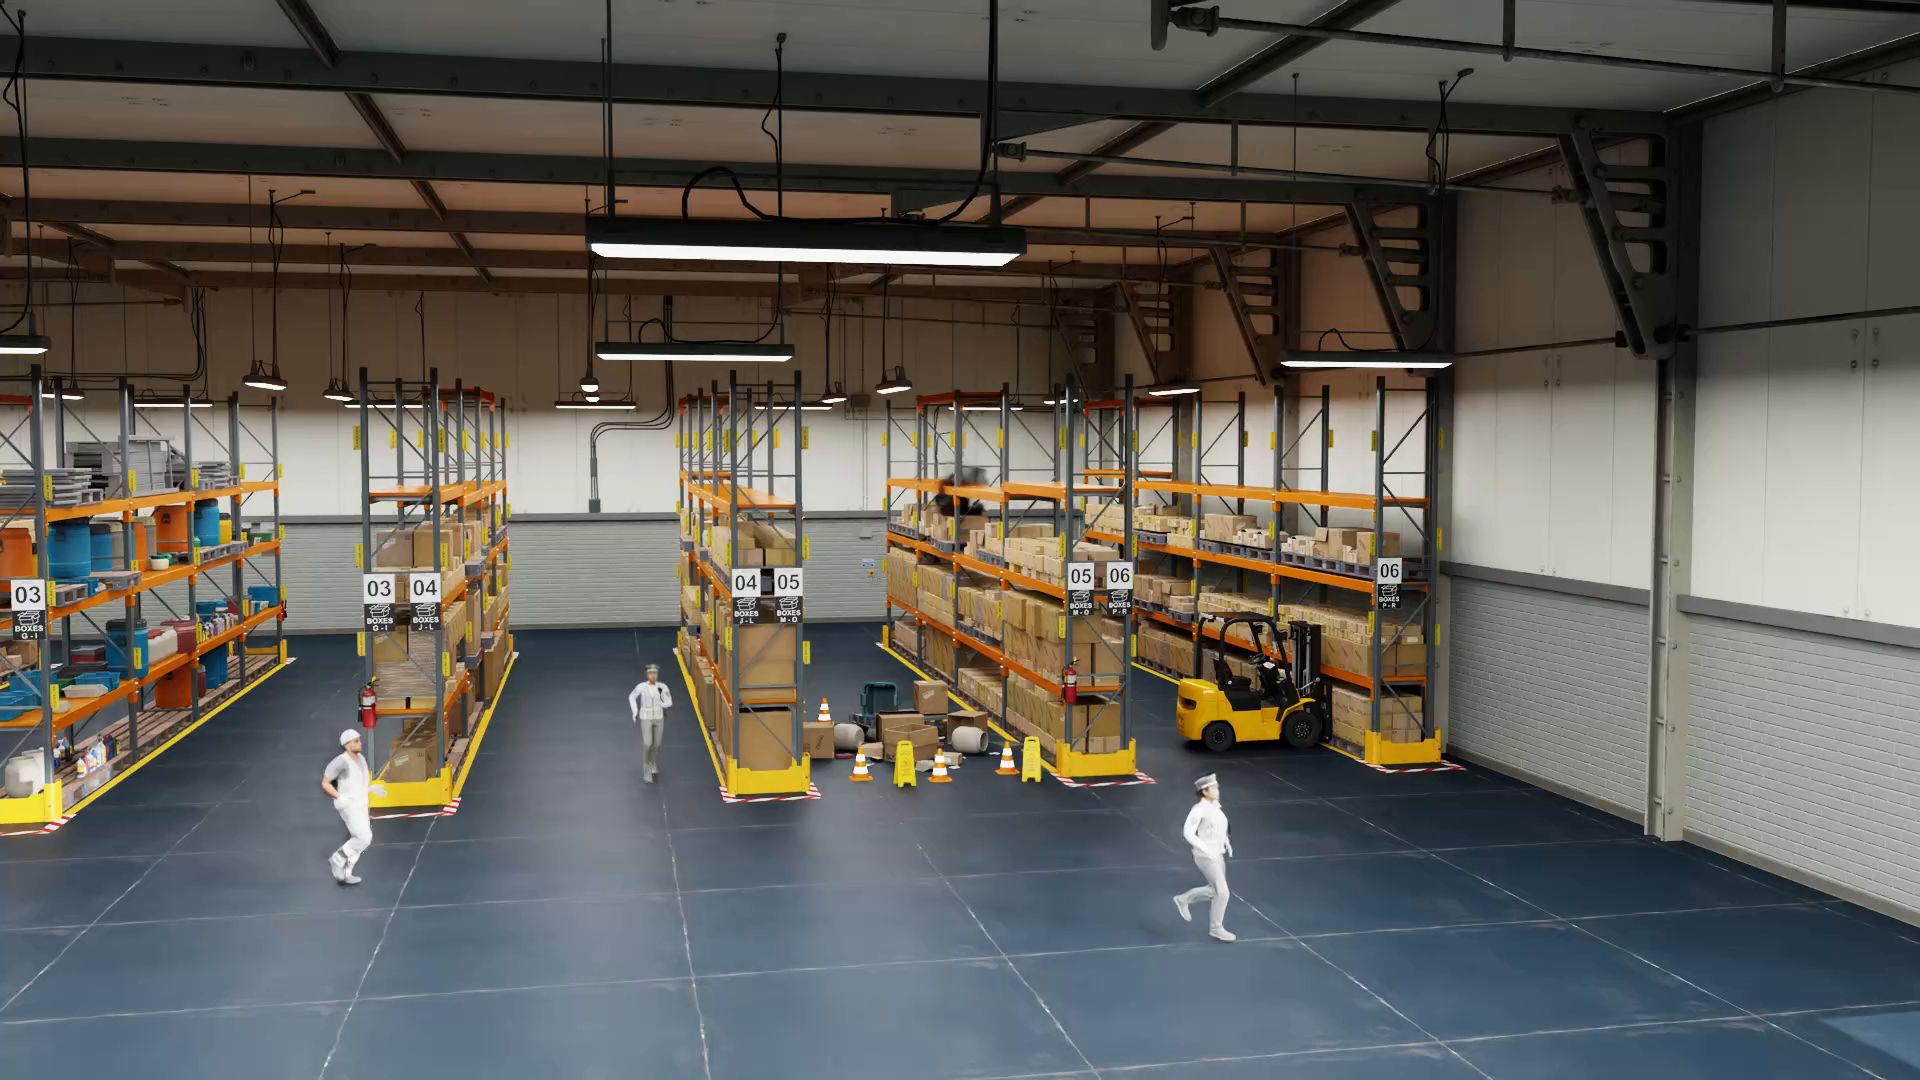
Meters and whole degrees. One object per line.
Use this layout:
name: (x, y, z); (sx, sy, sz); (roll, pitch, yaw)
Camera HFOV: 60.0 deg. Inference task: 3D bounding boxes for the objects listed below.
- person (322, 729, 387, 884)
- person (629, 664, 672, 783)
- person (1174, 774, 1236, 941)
person: (-6.809, 3.004, 18.746); (0.572, 1.739, 0.634); (1, 3, 10)
person: (-4.553, 2.697, 24.584); (0.576, 1.749, 0.732); (-1, 4, -22)
person: (2.457, 3.166, 16.760); (0.705, 1.658, 0.635); (2, 4, 32)
